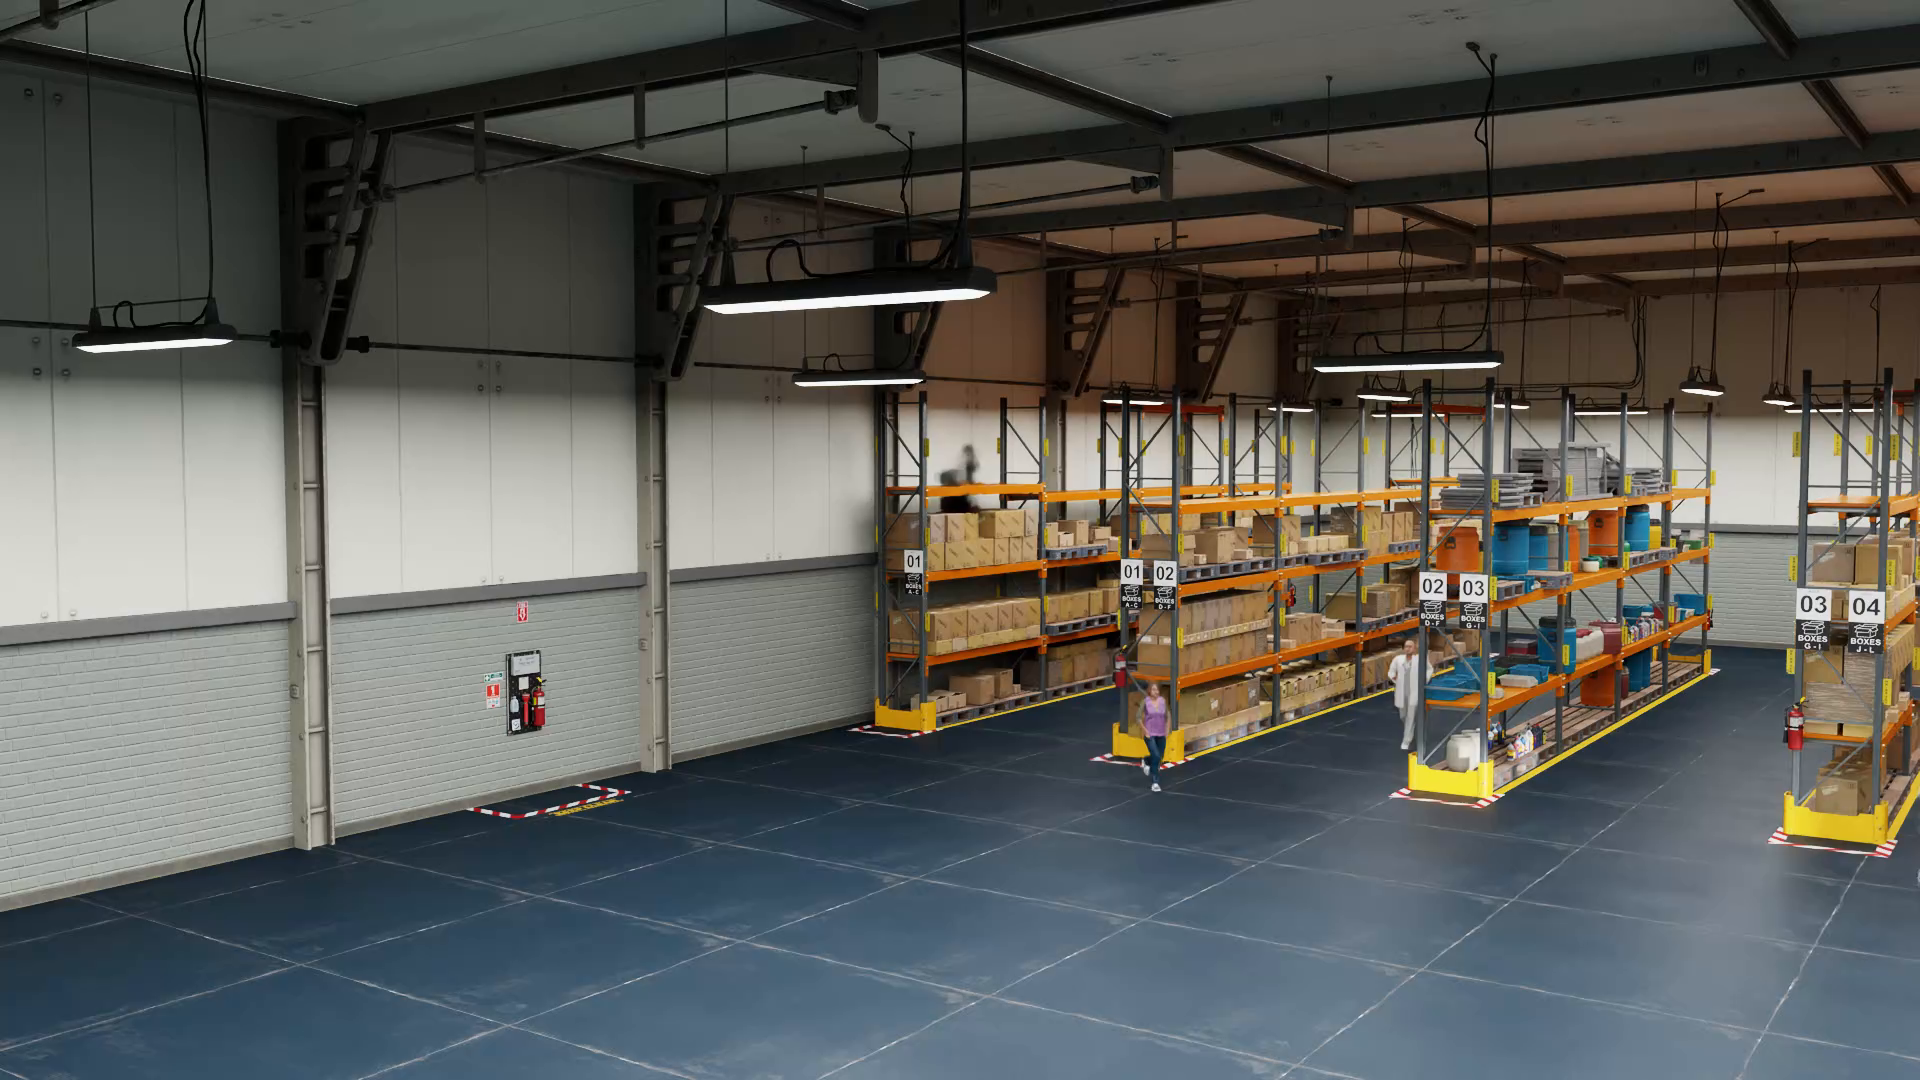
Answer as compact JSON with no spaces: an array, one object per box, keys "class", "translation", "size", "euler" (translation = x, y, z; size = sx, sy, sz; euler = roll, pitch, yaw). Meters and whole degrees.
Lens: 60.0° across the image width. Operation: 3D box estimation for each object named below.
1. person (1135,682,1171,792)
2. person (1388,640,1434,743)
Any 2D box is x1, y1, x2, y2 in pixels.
[{"class":"person","translation":[2.819,2.873,24.425],"size":[0.546,1.565,0.654],"euler":[-1,3,-16]},{"class":"person","translation":[7.517,2.517,27.810],"size":[0.712,1.689,0.859],"euler":[2,4,28]}]
